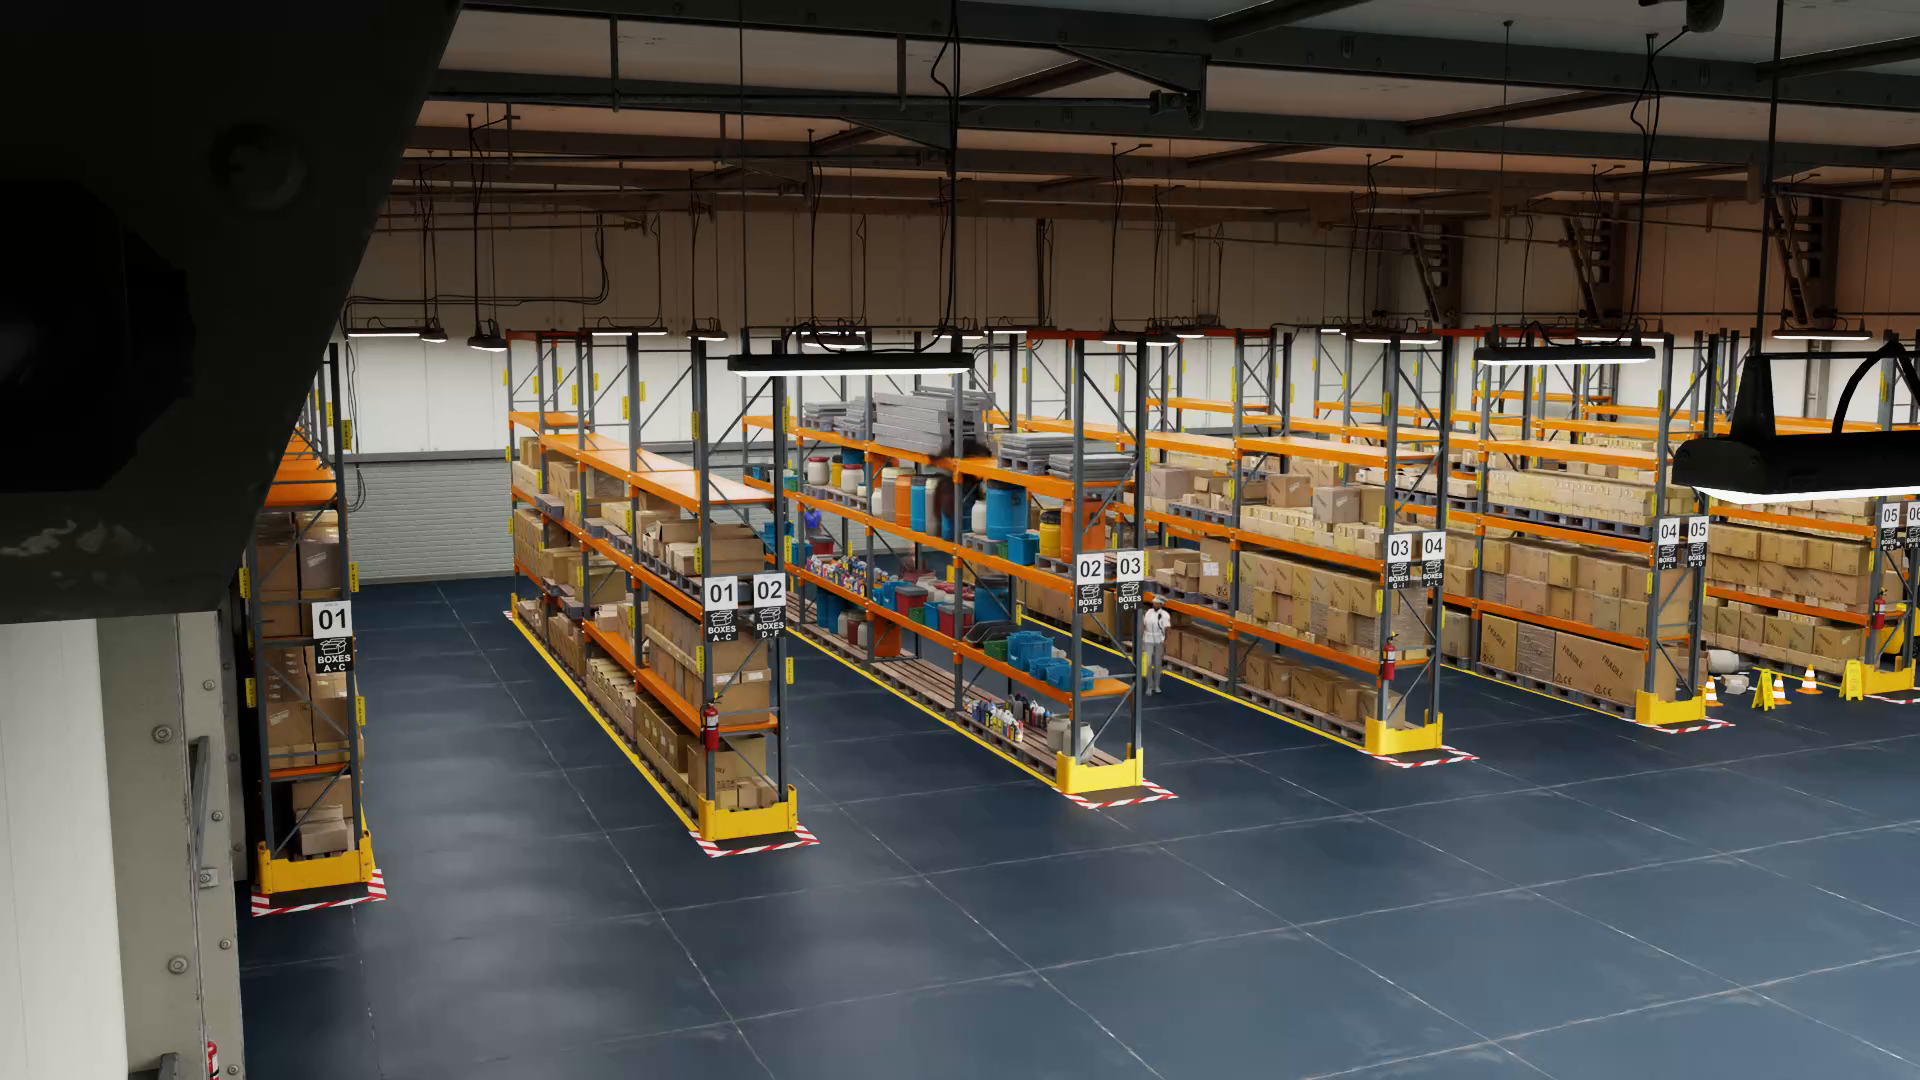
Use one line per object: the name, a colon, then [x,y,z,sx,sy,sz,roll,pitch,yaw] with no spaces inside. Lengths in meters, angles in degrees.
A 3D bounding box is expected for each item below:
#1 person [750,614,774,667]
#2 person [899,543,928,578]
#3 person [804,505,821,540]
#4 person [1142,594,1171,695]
person: [-3.493,1.558,29.378,0.449,1.554,0.703,-4,9,-28]
person: [-0.880,0.921,33.510,0.686,1.735,1.074,-5,9,-34]
person: [-3.679,-0.172,41.837,0.470,1.628,0.858,6,10,36]
person: [3.249,1.775,27.699,0.531,1.749,0.611,0,8,3]
